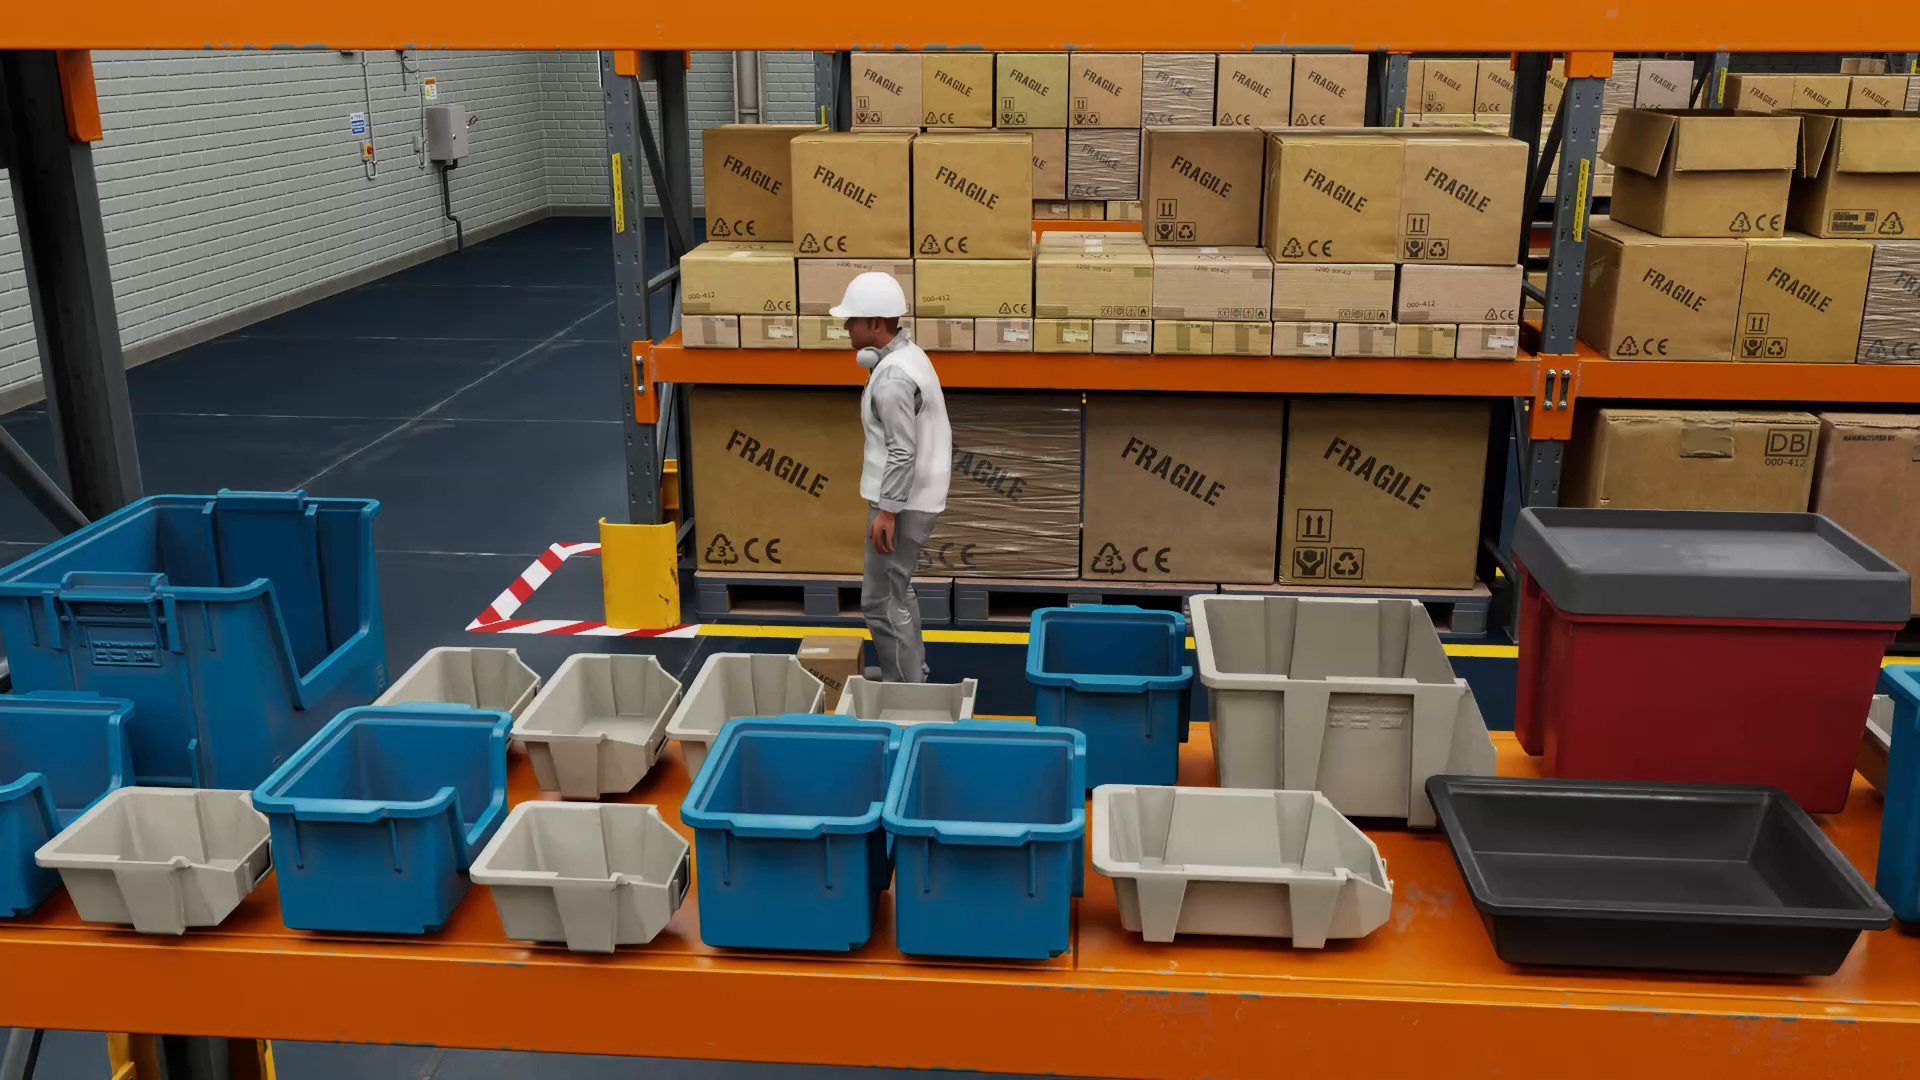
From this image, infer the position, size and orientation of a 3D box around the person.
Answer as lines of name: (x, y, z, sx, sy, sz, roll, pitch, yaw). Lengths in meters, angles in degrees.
person: (-0.267, -0.169, 6.544, 0.460, 1.772, 0.594, 0, 17, 1)
